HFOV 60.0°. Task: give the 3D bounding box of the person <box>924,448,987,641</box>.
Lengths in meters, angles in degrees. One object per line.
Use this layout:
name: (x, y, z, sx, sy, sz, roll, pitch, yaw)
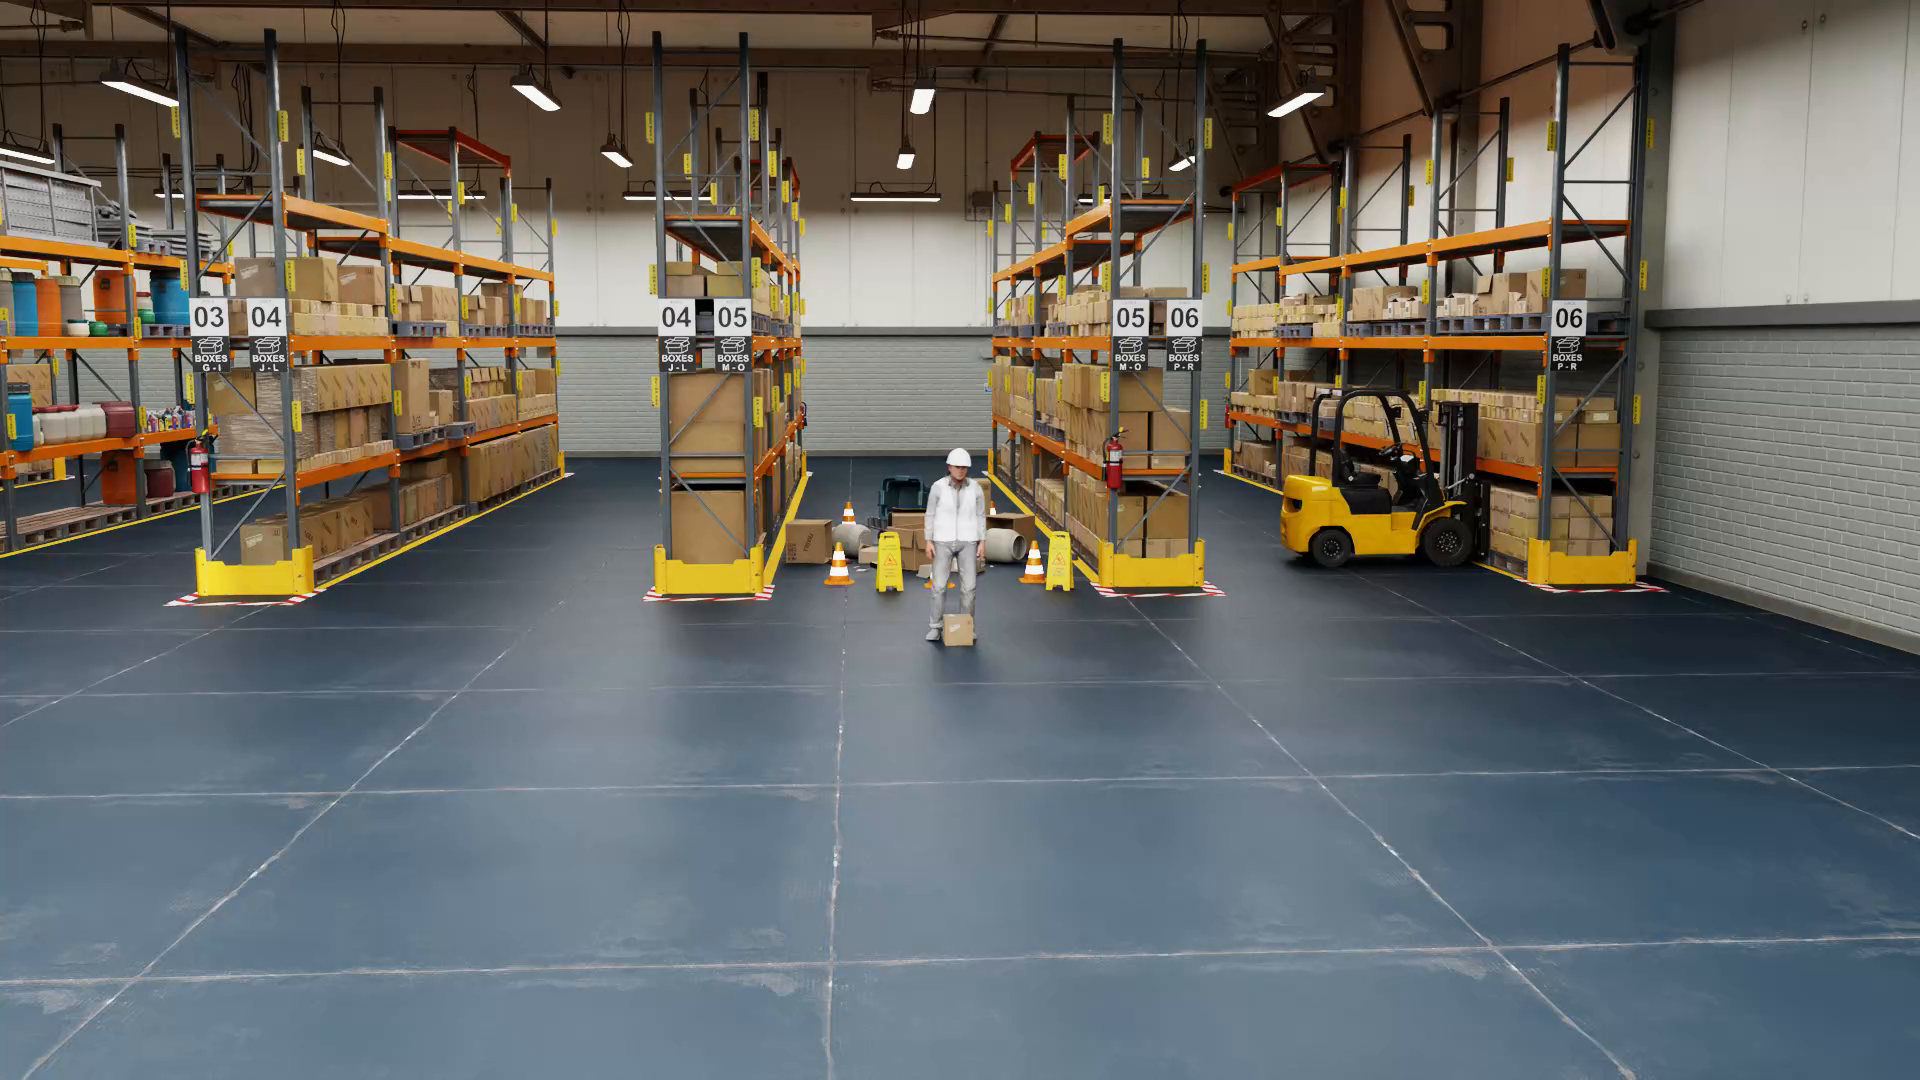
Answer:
person: (-0.040, 0.034, 15.350, 0.585, 1.770, 0.463, -1, 7, -7)
